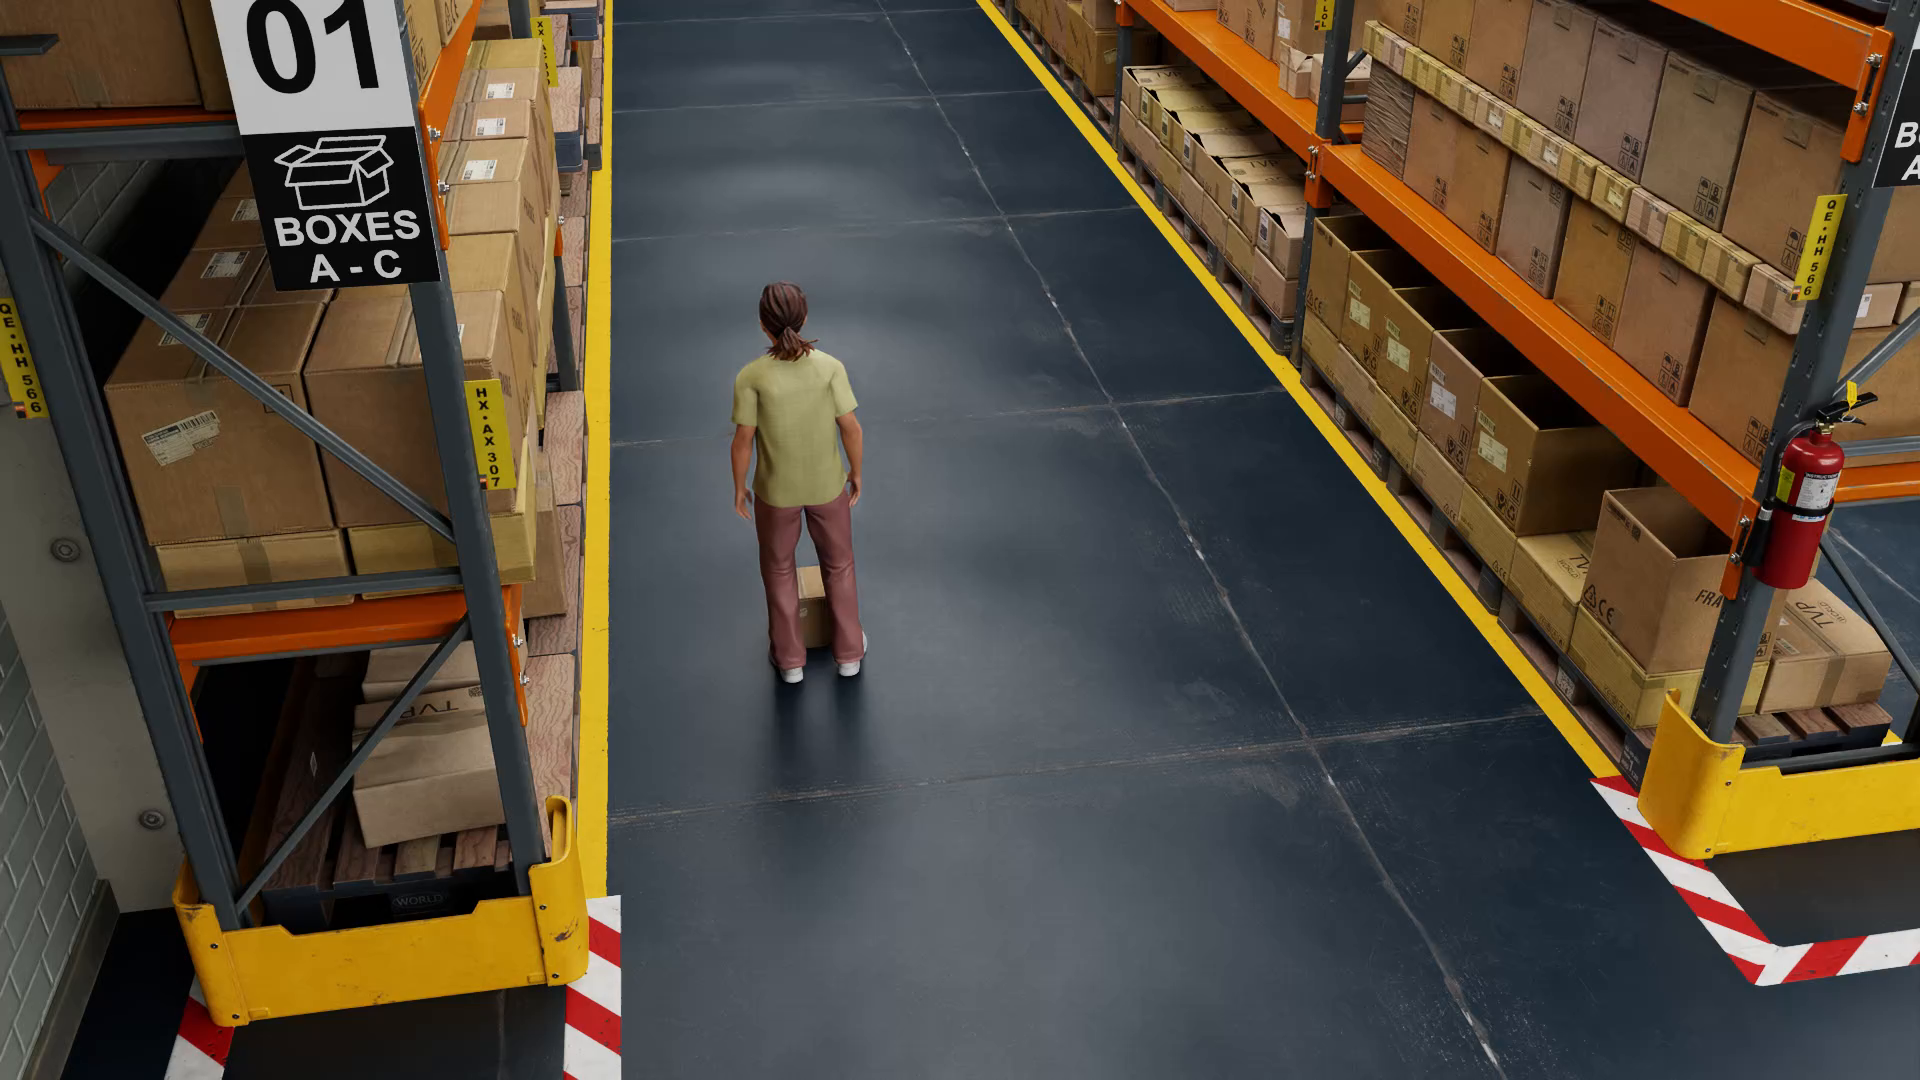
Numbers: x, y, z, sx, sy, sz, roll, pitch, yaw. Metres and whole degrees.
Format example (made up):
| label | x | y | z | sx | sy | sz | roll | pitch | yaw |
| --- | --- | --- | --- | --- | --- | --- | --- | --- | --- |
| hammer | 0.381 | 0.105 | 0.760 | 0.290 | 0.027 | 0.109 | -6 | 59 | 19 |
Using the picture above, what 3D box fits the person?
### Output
| label | x | y | z | sx | sy | sz | roll | pitch | yaw |
| --- | --- | --- | --- | --- | --- | --- | --- | --- | --- |
| person | -0.625 | -0.200 | 6.470 | 0.517 | 1.673 | 0.357 | -7 | 31 | -11 |
